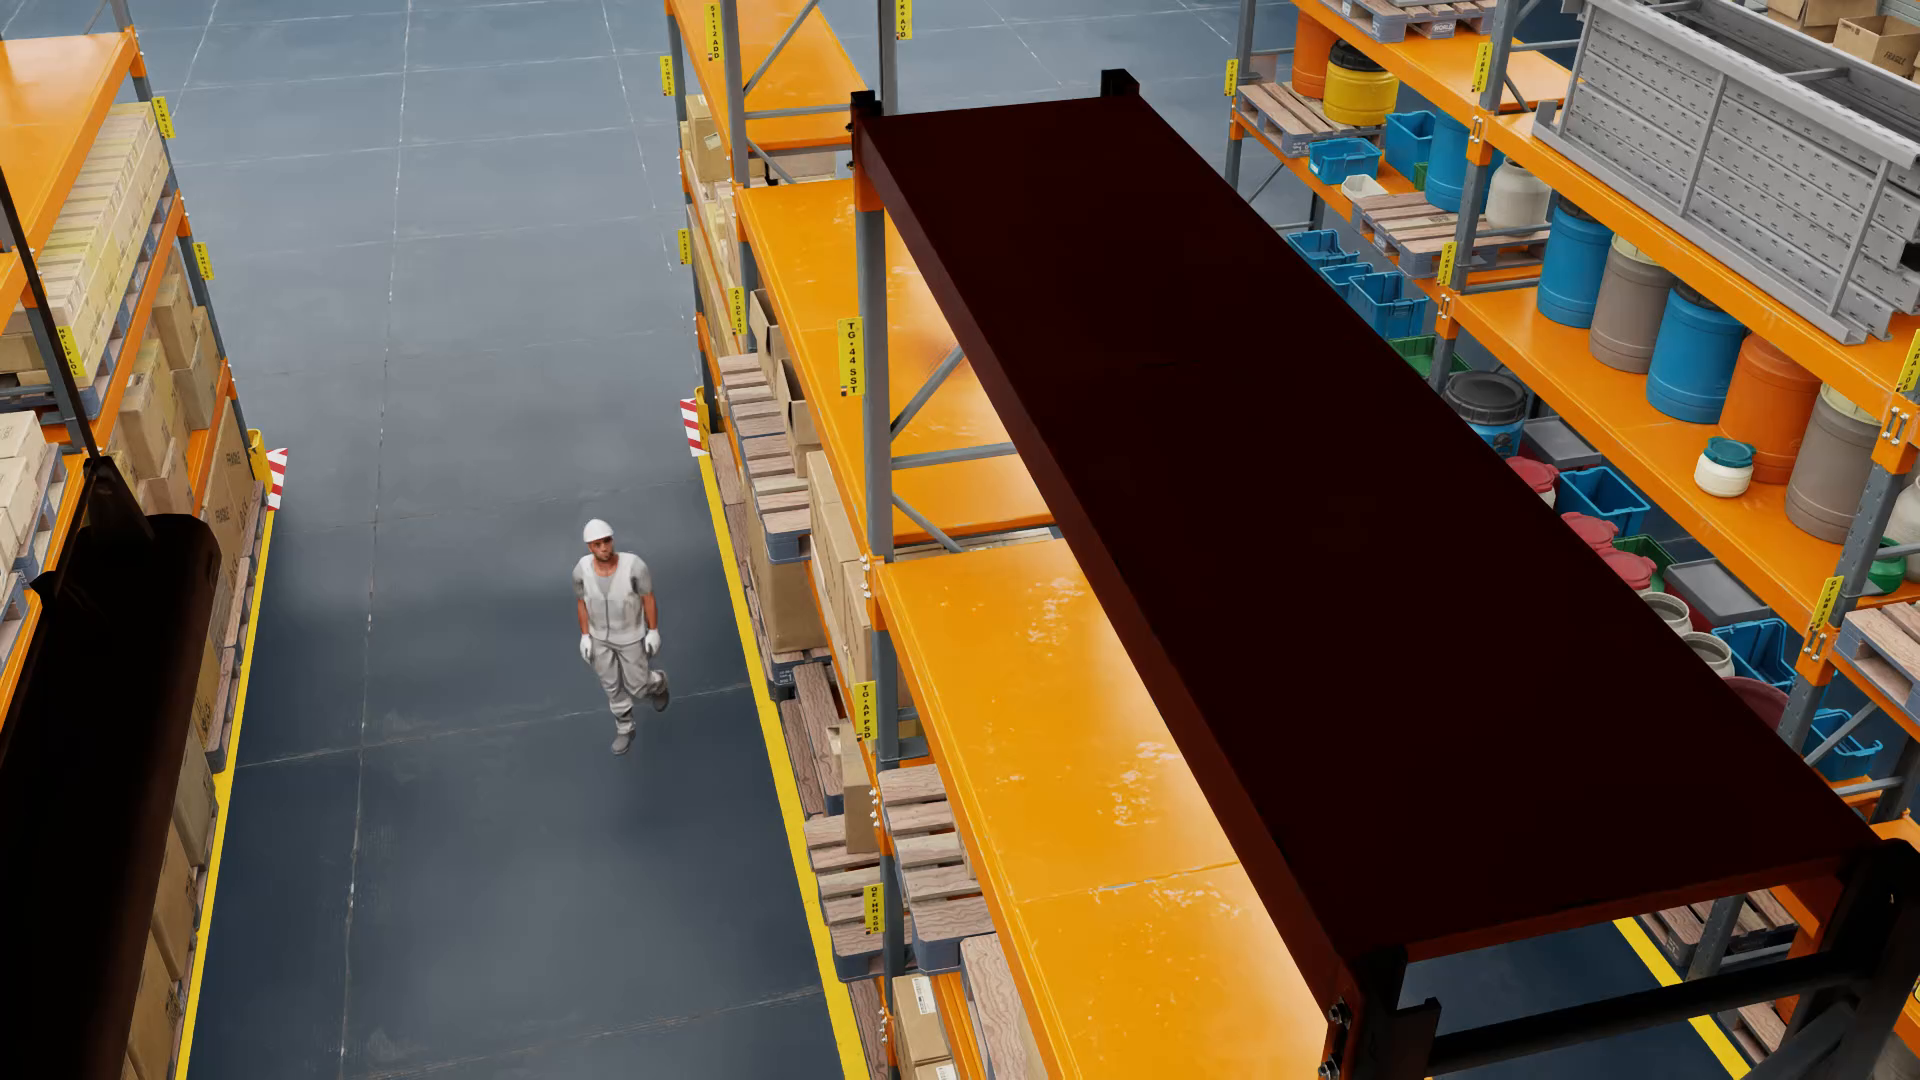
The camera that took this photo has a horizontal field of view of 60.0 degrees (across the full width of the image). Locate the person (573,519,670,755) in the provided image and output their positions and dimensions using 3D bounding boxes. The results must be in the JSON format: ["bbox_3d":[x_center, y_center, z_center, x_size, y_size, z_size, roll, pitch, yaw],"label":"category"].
[{"bbox_3d":[-2.314,0.620,11.414,0.559,1.769,0.668,11,36,15],"label":"person"}]
